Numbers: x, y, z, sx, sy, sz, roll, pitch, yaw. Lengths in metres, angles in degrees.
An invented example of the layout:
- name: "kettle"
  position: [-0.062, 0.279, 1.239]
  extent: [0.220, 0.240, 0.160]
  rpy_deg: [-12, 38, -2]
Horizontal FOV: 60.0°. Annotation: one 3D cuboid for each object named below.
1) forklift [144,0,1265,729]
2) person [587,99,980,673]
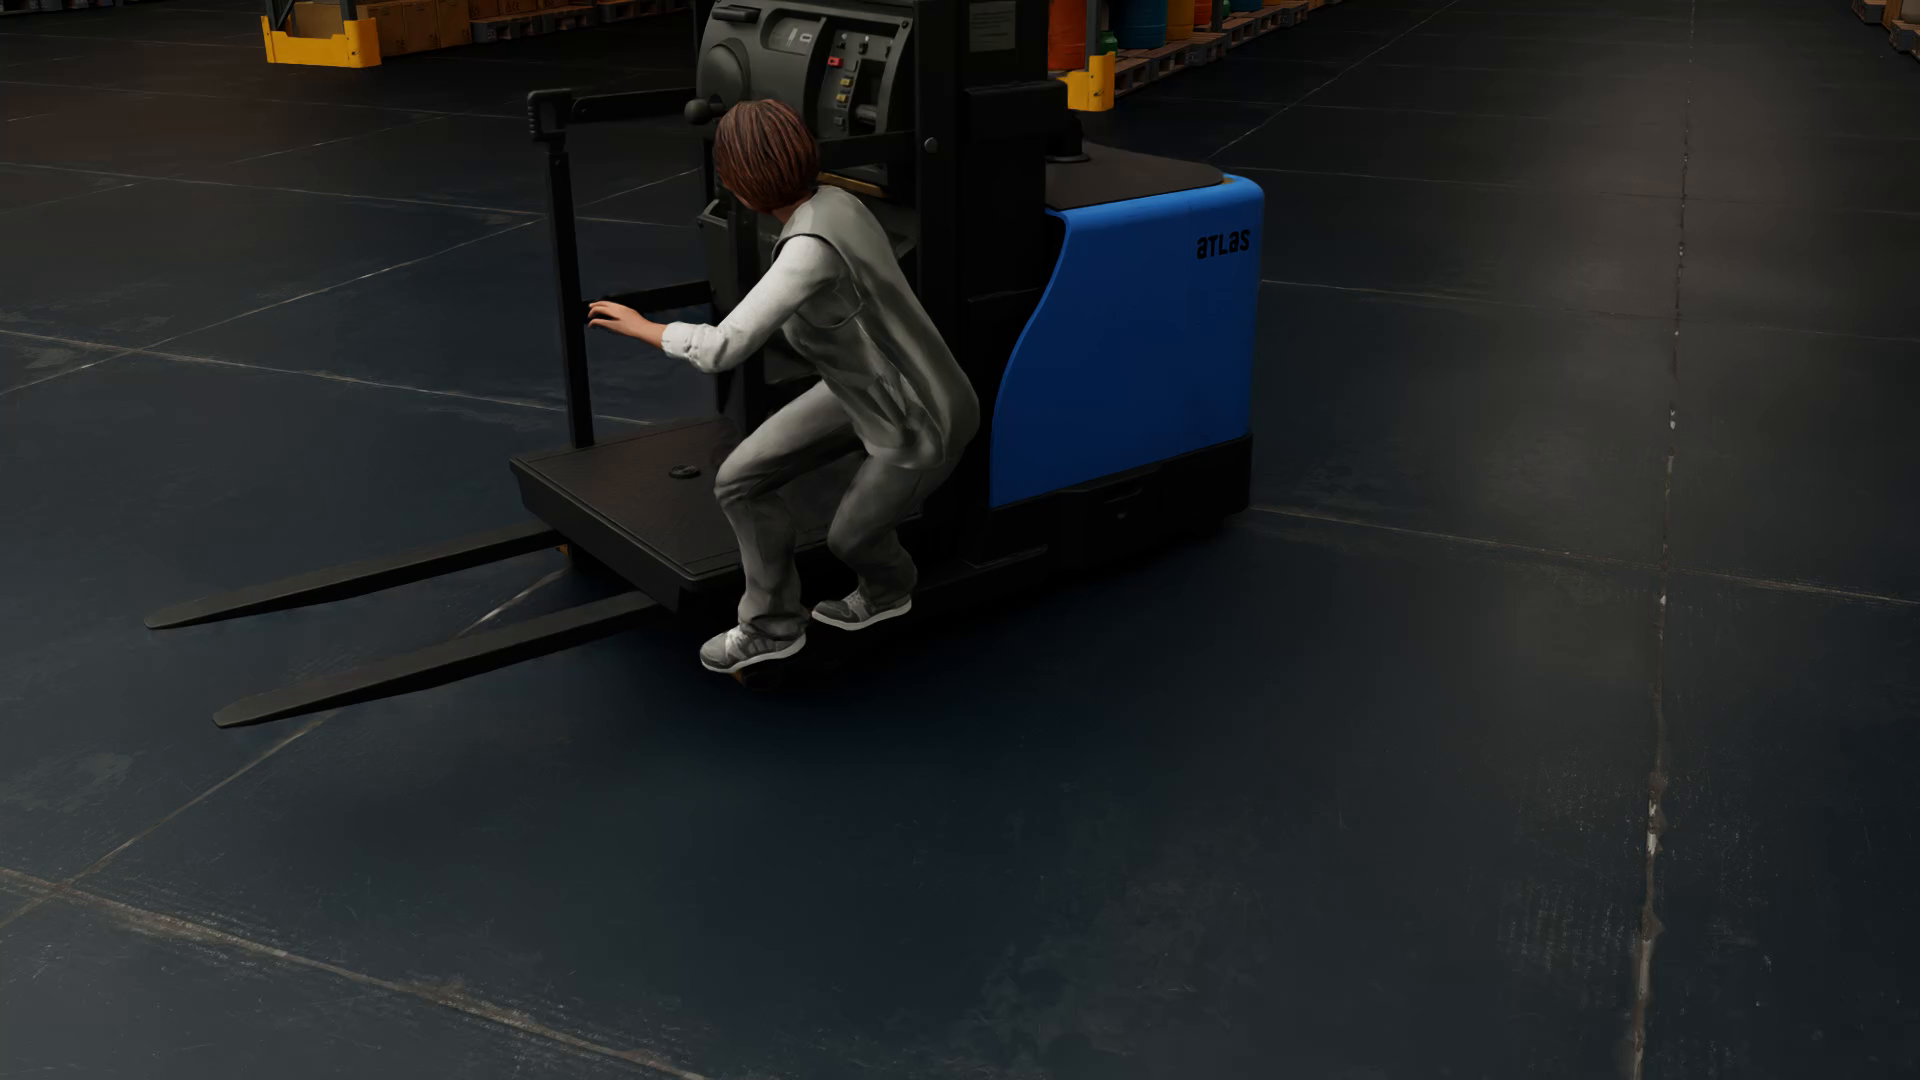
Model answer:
- name: "forklift"
  position: [-0.582, -1.202, 4.169]
  extent: [3.031, 2.935, 1.130]
  rpy_deg: [-16, 28, -34]
- name: "person"
  position: [-0.391, -0.288, 3.633]
  extent: [0.819, 1.359, 0.848]
  rpy_deg: [-7, 24, -17]
